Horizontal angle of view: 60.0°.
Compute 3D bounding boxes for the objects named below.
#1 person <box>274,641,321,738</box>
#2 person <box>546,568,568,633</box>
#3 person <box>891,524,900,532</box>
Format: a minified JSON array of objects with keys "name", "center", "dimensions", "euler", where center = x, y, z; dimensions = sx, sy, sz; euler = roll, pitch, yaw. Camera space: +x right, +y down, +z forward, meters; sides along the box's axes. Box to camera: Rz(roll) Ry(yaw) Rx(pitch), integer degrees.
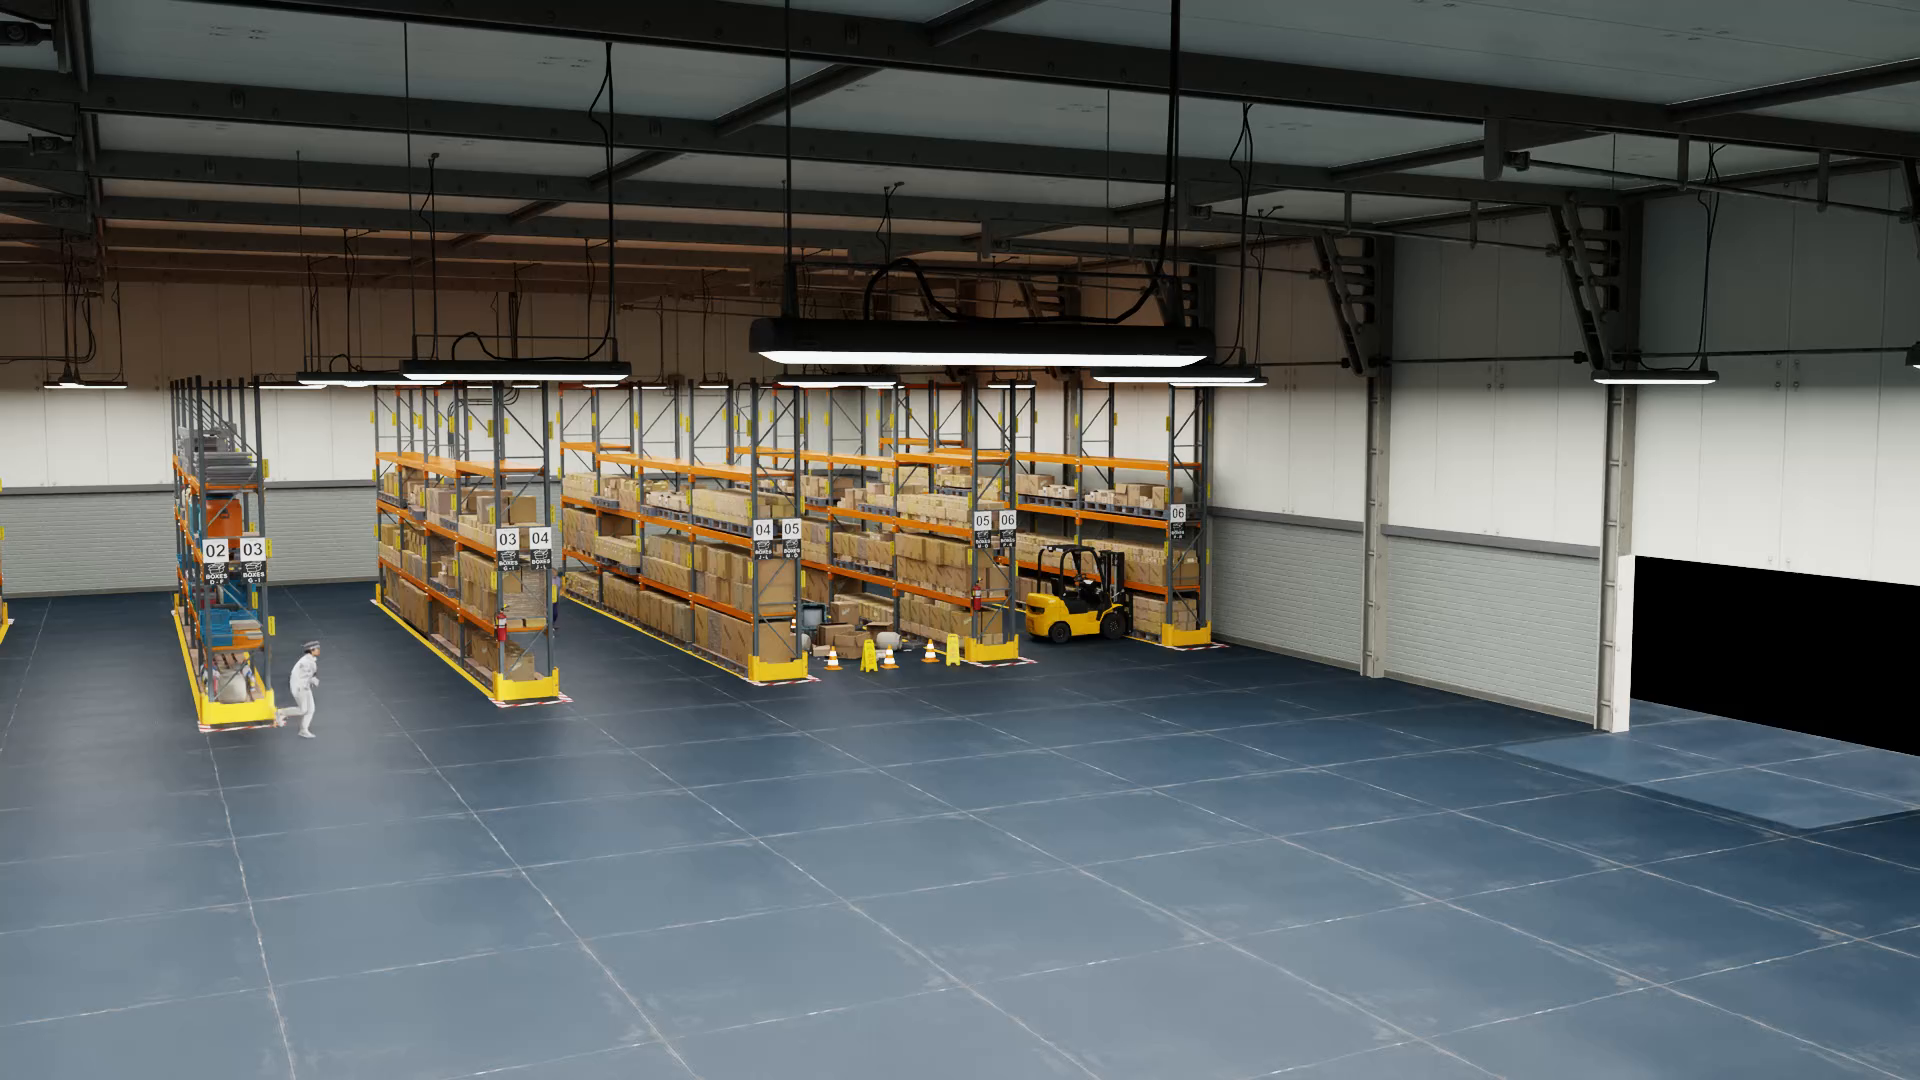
[{"name":"person","center":[-11.008,2.486,27.659],"dimensions":[0.778,1.625,0.620],"euler":[-1,5,-8]},{"name":"person","center":[-9.690,1.454,39.666],"dimensions":[0.792,1.622,0.577],"euler":[2,5,22]},{"name":"person","center":[-1.881,0.400,46.654],"dimensions":[0.721,1.821,0.990],"euler":[-4,7,-41]}]
